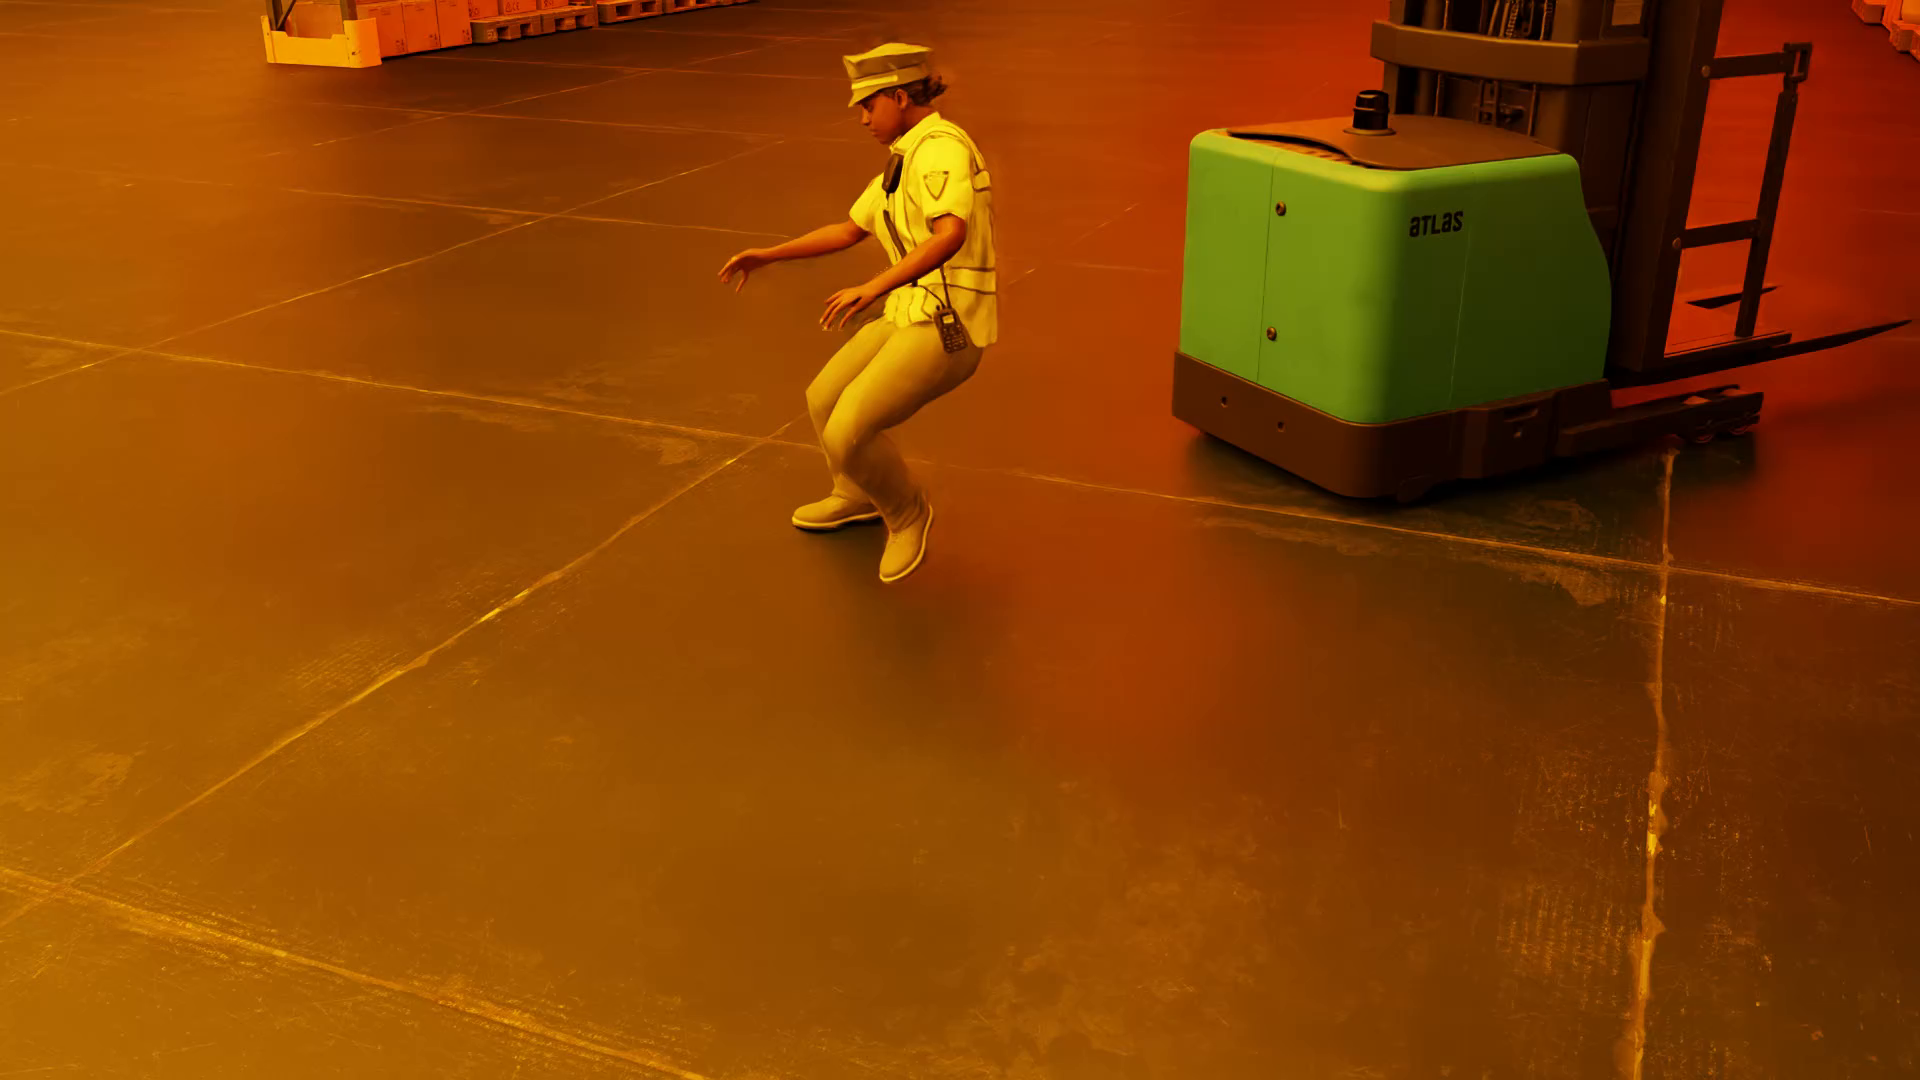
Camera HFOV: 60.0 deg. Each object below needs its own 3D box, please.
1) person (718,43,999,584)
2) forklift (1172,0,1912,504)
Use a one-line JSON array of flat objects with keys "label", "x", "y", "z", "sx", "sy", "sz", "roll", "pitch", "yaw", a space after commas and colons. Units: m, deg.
[{"label": "person", "x": -0.273, "y": -0.610, "z": 4.635, "sx": 0.726, "sy": 1.474, "sz": 0.828, "roll": -6, "pitch": 23, "yaw": -14}, {"label": "forklift", "x": 2.305, "y": -1.860, "z": 5.743, "sx": 3.031, "sy": 2.935, "sz": 1.130, "roll": -12, "pitch": 25, "yaw": -26}]
